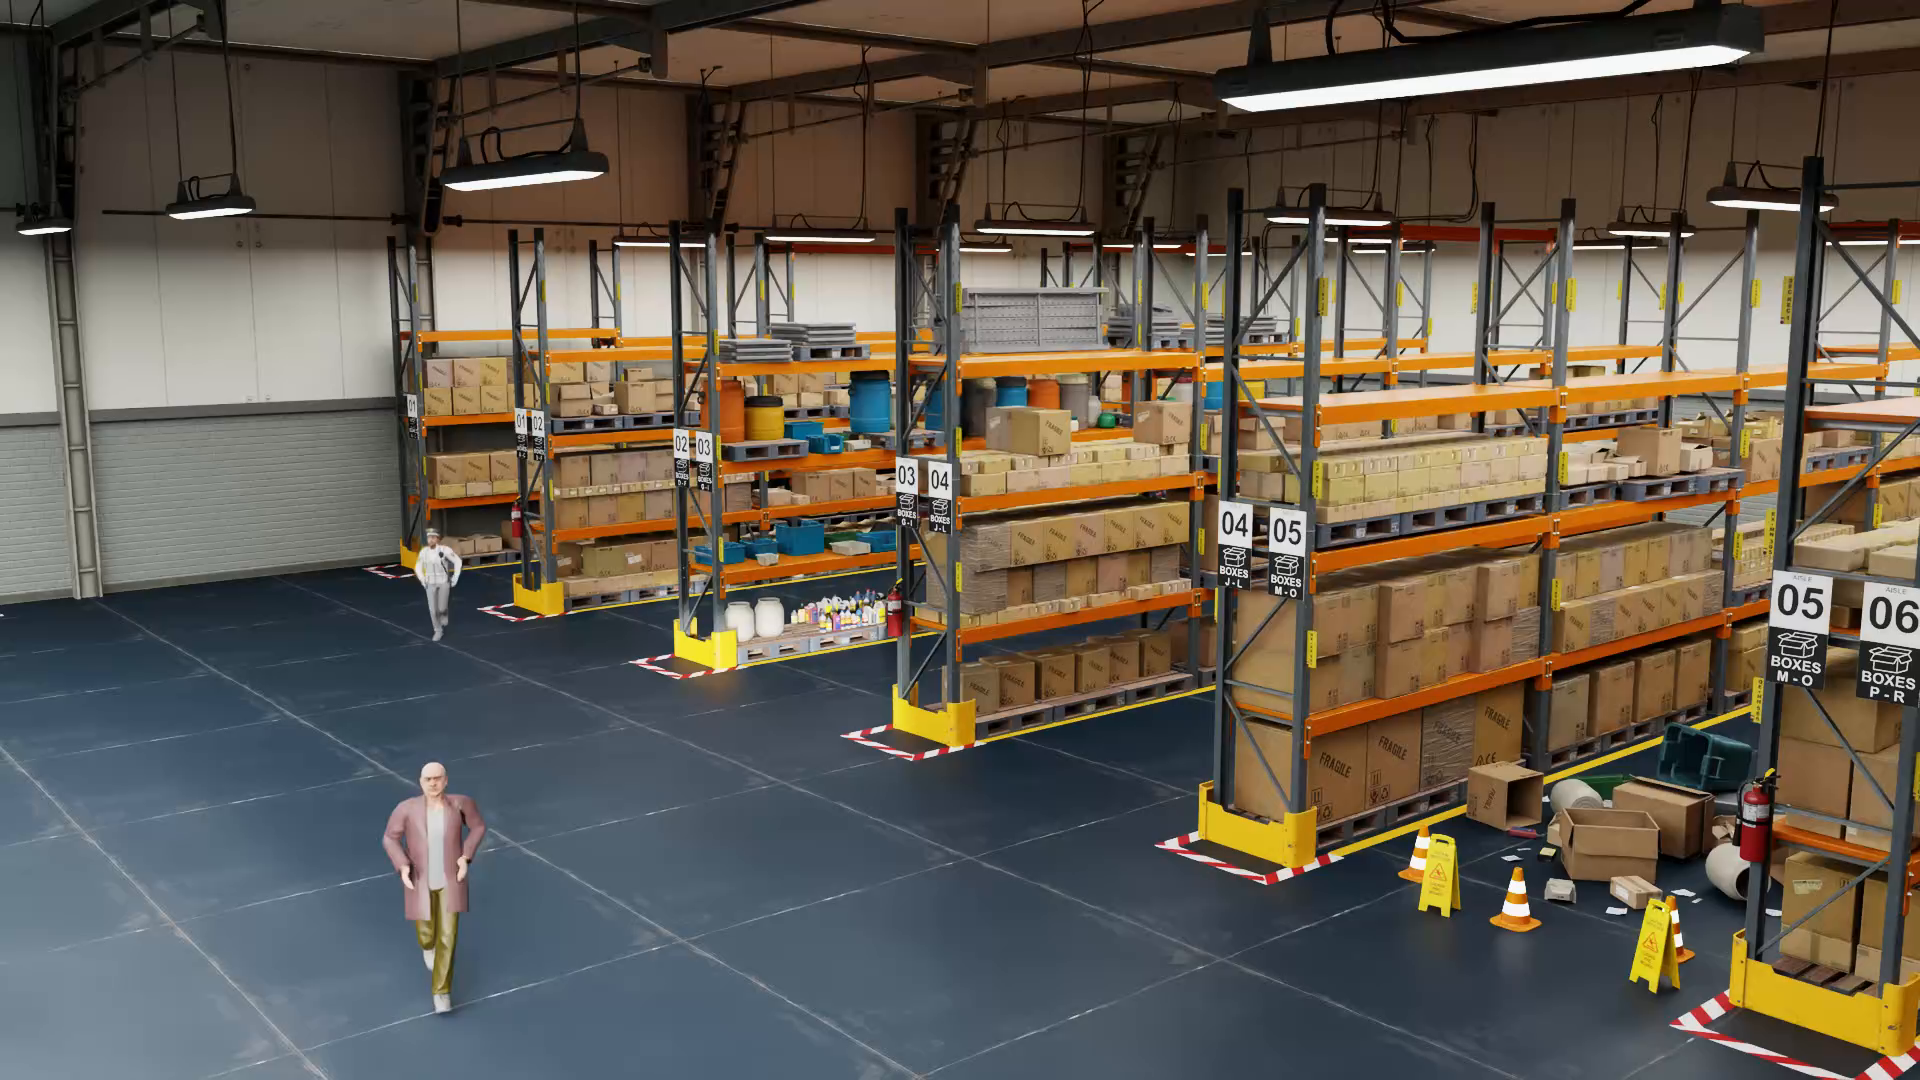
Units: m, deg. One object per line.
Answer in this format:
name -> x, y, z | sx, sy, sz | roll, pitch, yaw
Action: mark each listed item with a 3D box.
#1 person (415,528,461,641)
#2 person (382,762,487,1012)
person -> -7.622, 0.635, 24.297 | 0.638, 1.665, 0.628 | -1, 9, -5
person -> -3.791, 2.564, 12.077 | 0.726, 1.539, 0.865 | -3, 9, -19
